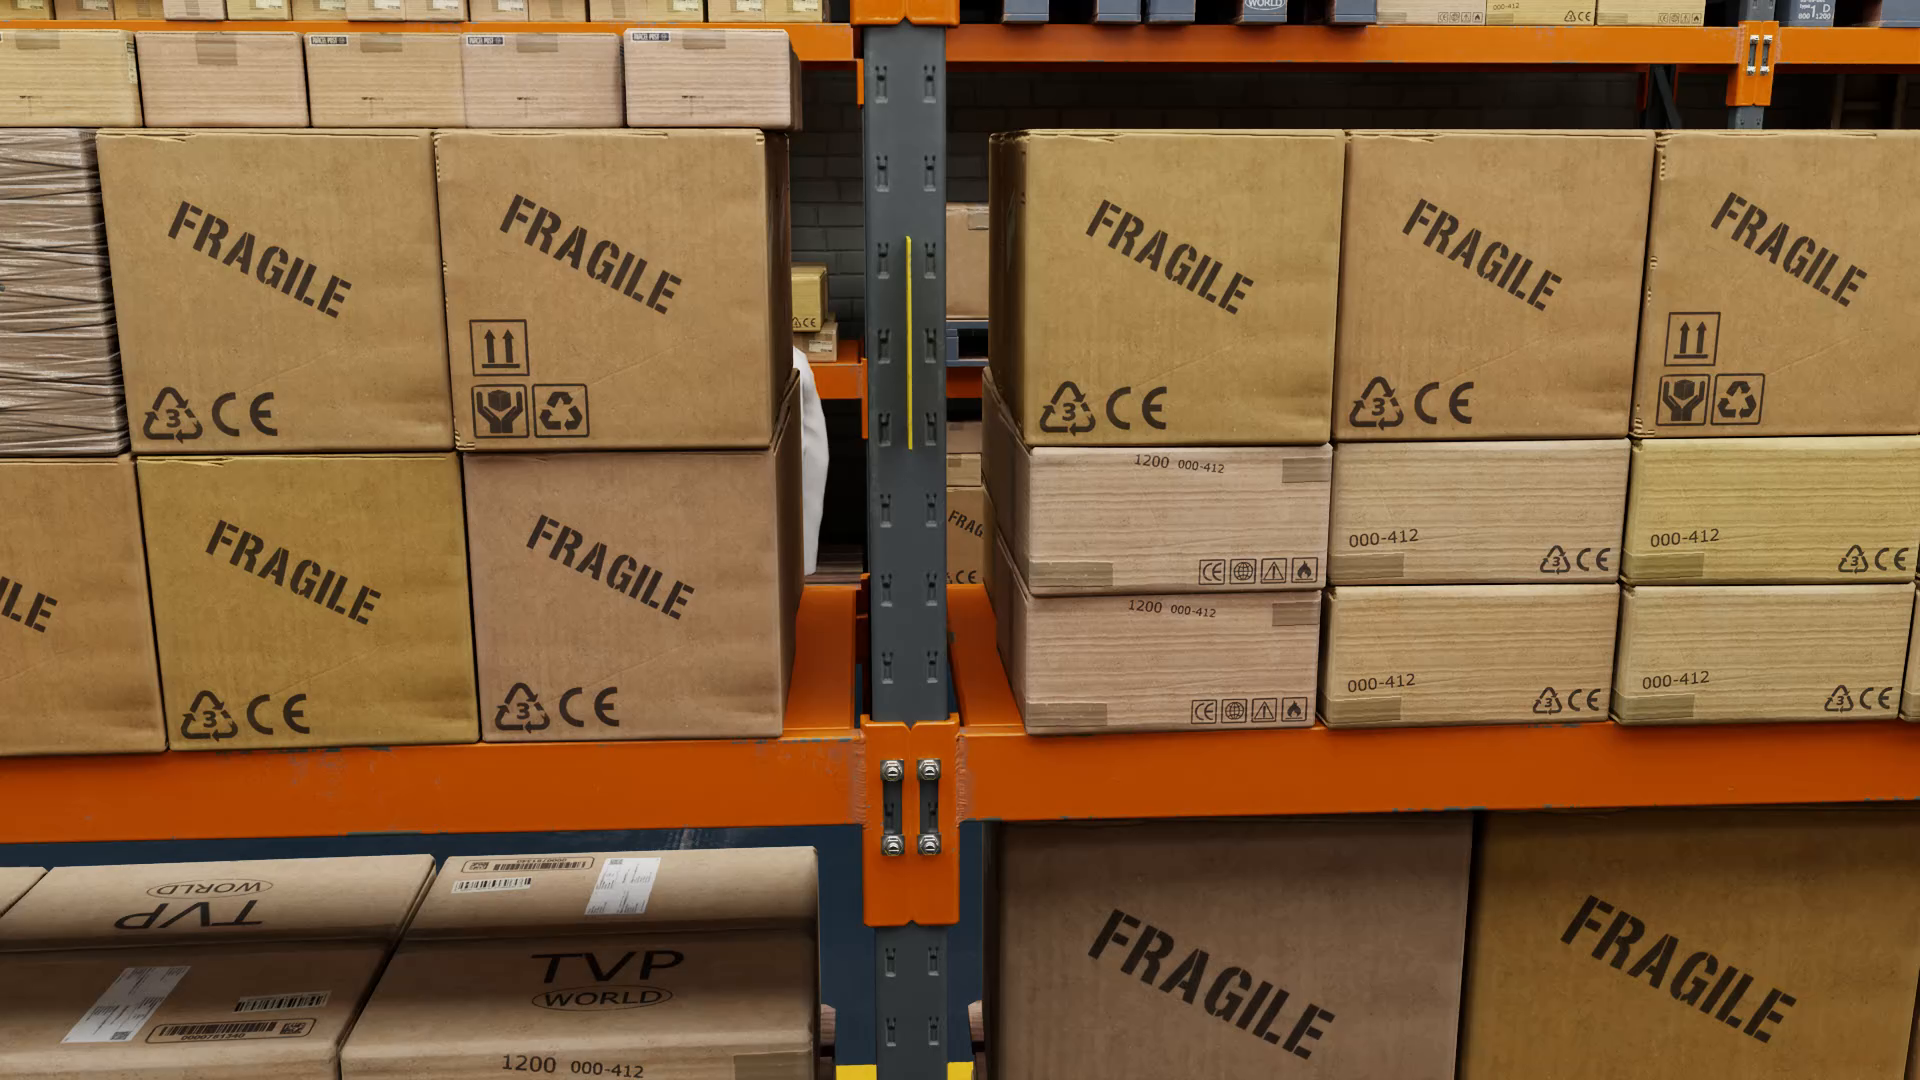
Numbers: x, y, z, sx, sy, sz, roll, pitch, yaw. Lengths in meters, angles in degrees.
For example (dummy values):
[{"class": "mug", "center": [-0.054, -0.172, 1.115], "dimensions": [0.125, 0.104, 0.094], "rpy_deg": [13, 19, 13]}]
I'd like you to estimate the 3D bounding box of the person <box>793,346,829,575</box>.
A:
[{"class": "person", "center": [-0.722, -0.121, 6.534], "dimensions": [0.418, 1.775, 0.656], "rpy_deg": [-1, 13, -6]}]
